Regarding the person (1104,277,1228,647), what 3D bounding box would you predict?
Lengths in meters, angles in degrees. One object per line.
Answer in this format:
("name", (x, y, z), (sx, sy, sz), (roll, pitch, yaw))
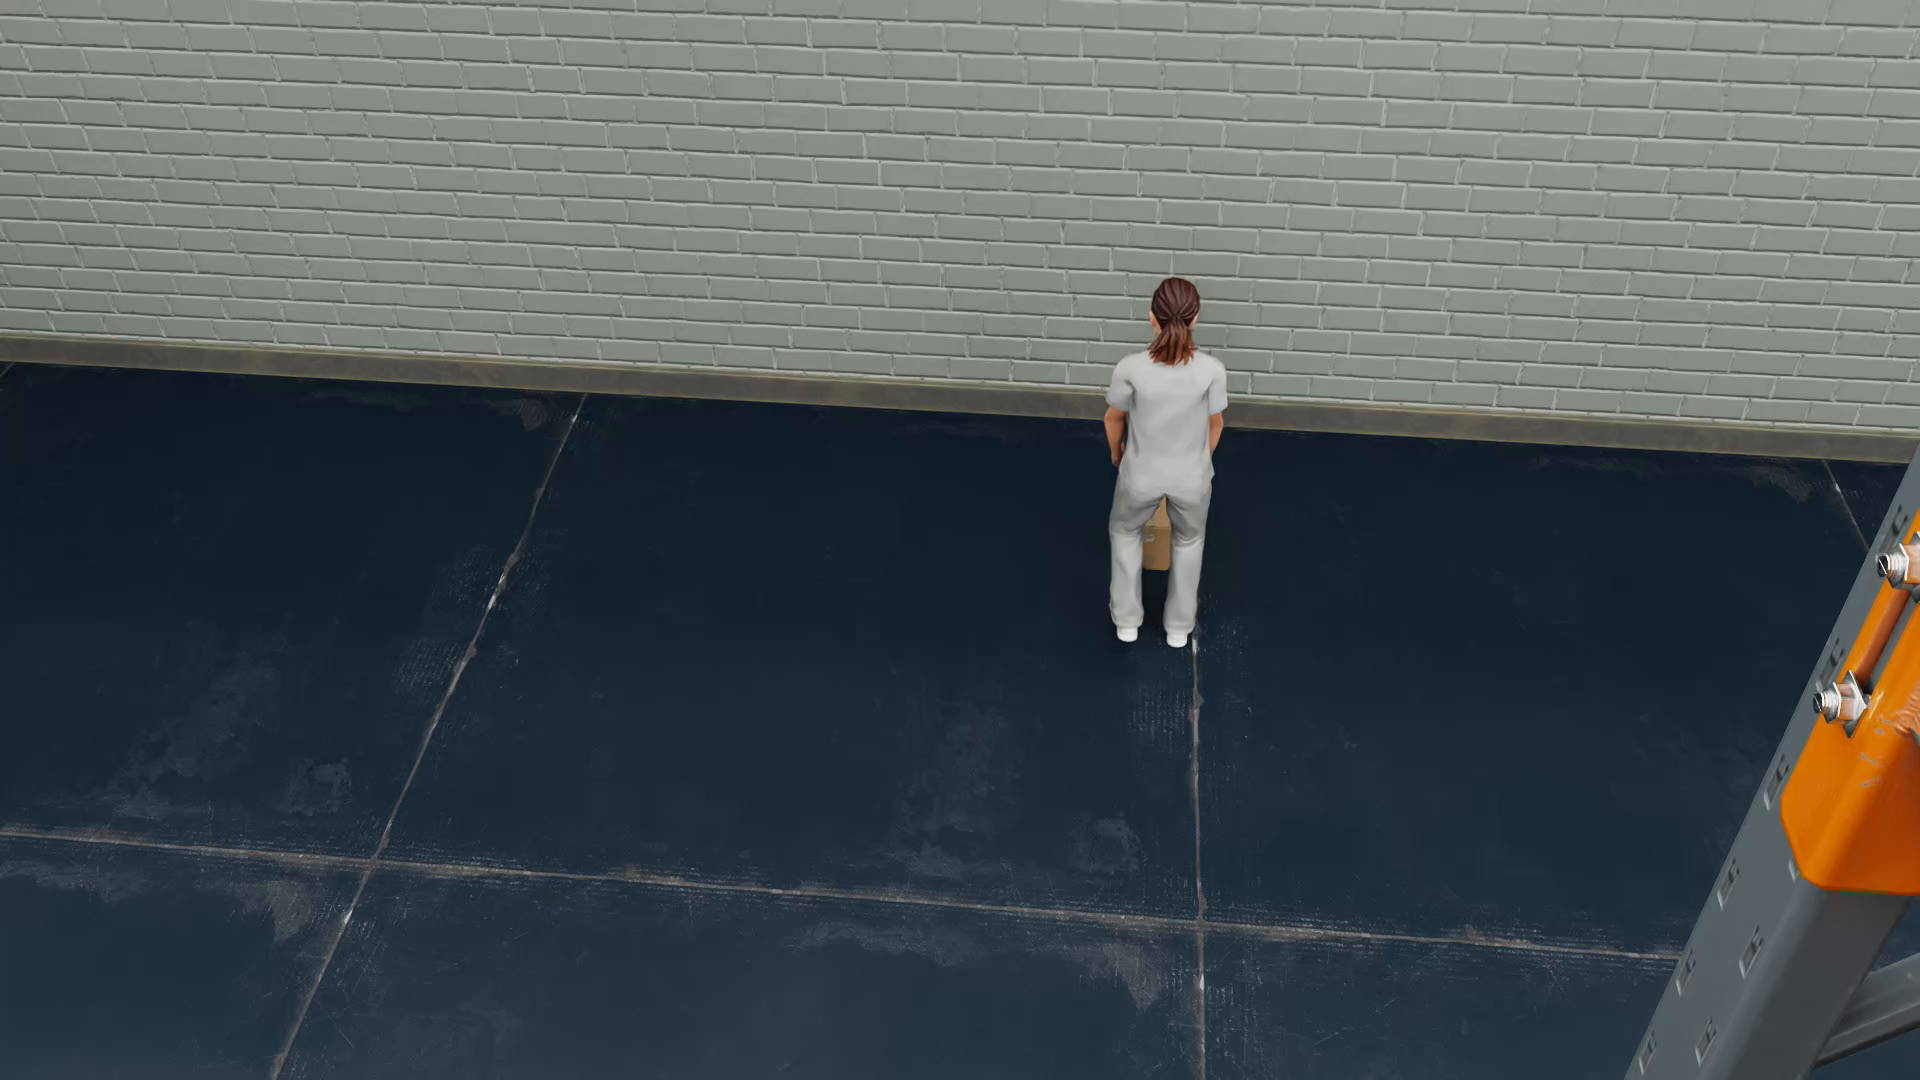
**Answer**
("person", (0.782, -0.272, 6.516), (0.458, 1.638, 0.370), (4, 40, 5))
